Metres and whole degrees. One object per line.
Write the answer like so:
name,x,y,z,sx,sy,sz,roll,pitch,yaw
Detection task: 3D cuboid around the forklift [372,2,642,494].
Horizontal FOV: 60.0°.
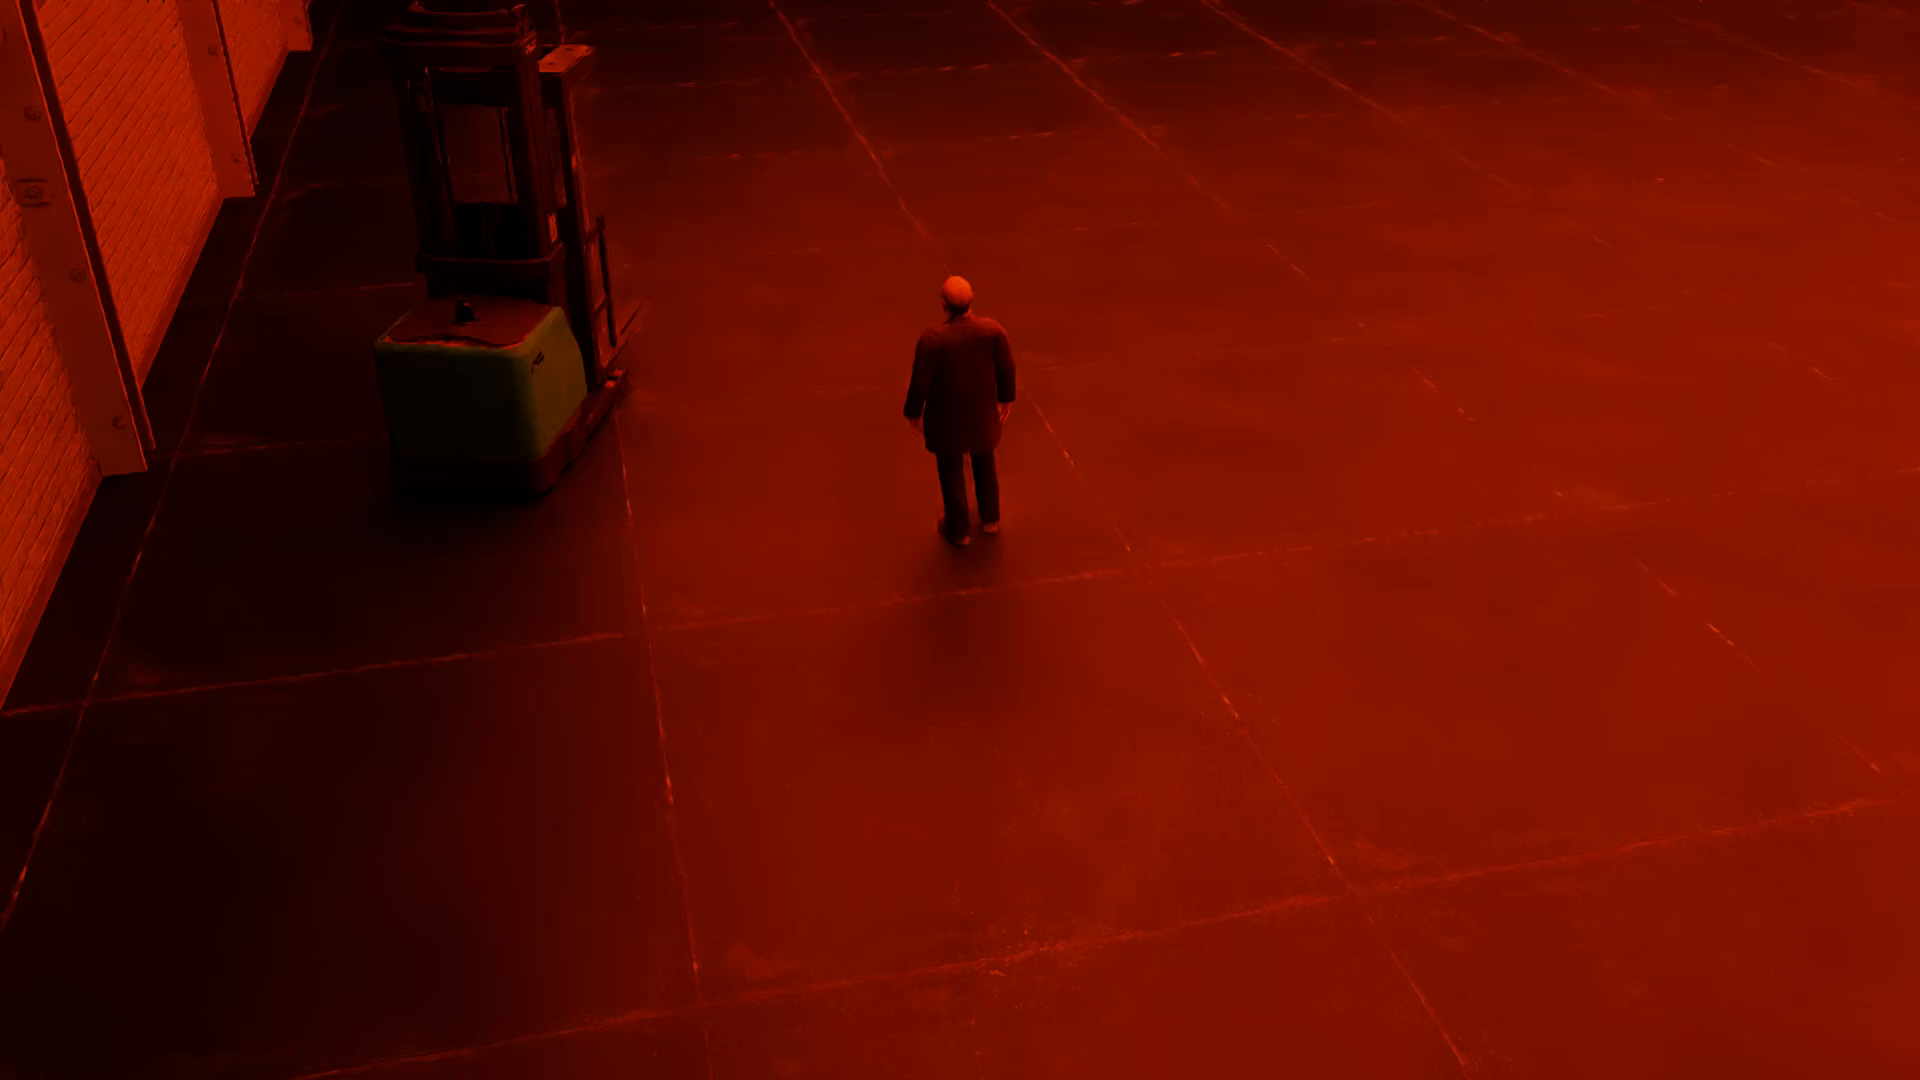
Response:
forklift,-3.068,-2.283,11.519,1.130,2.935,3.031,3,30,6

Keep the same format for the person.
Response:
person,-0.017,-0.820,10.129,0.694,1.776,0.580,-7,31,-12
